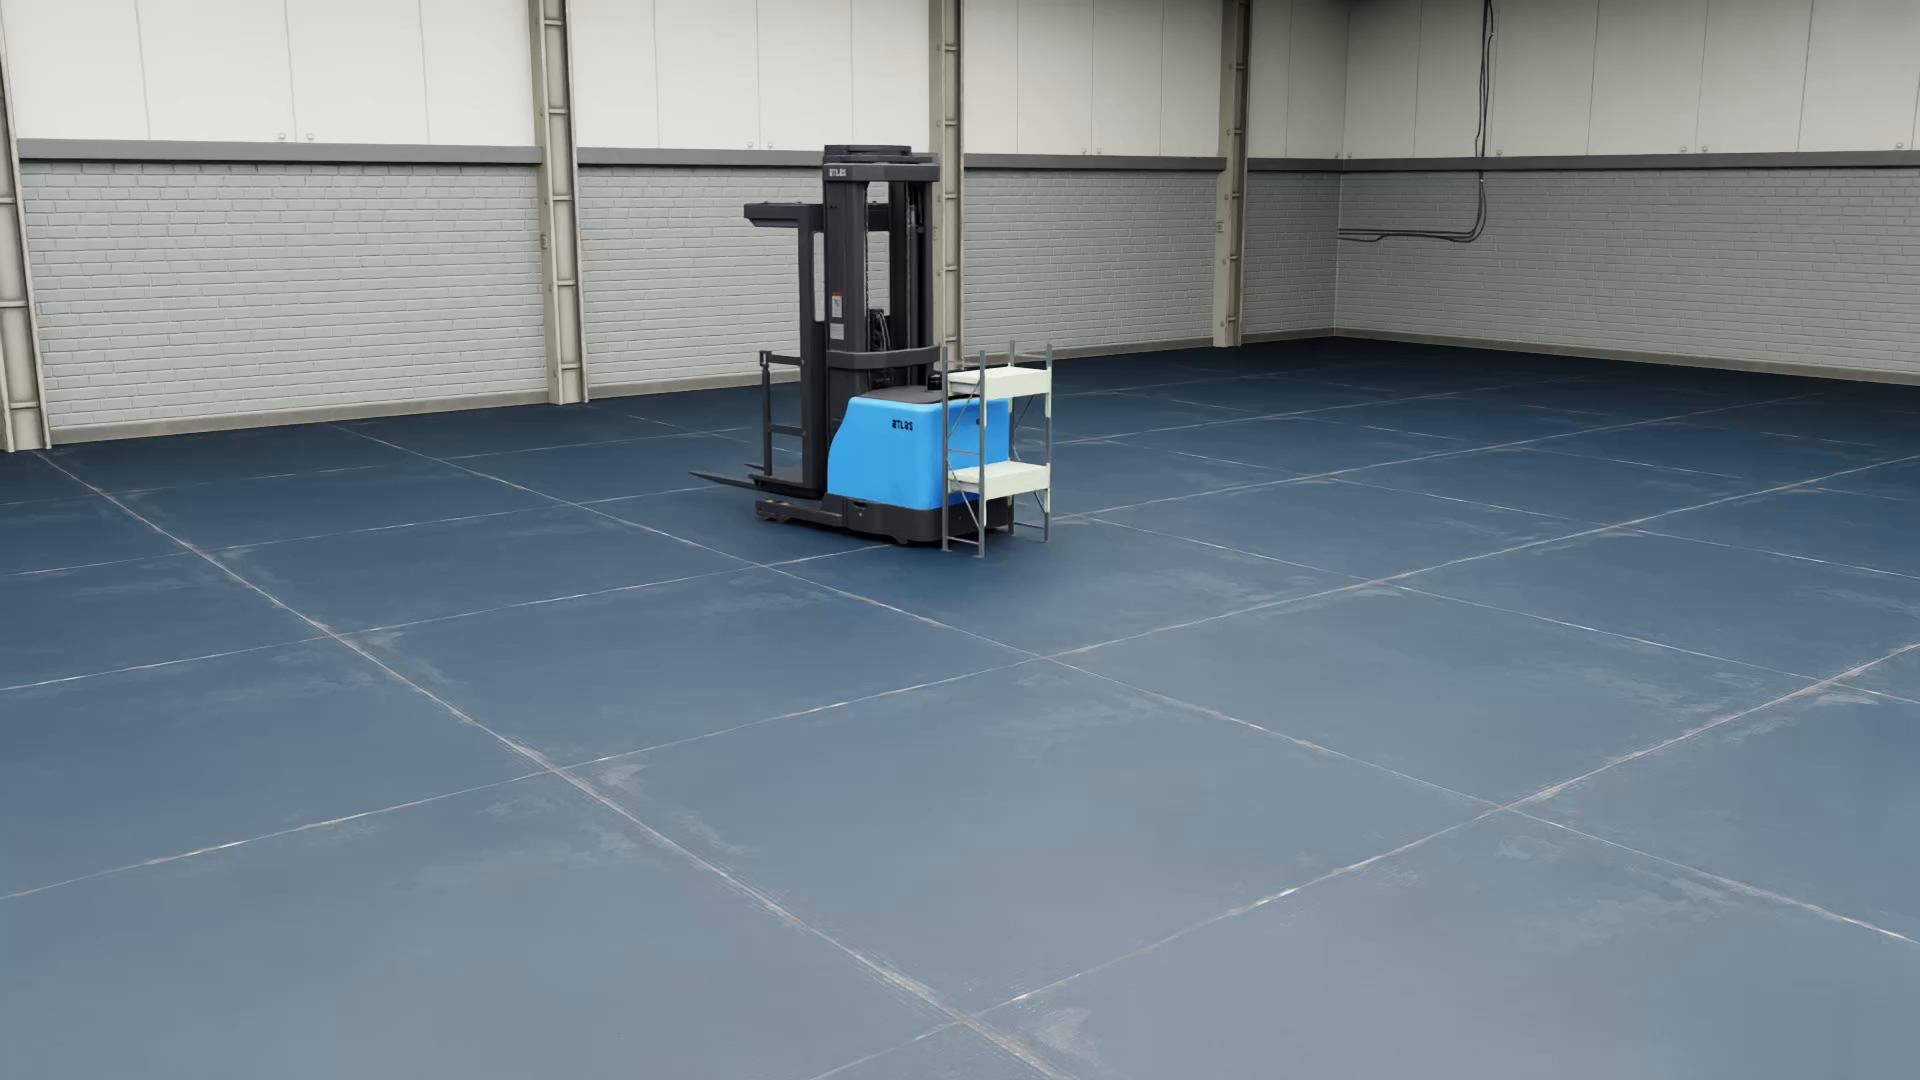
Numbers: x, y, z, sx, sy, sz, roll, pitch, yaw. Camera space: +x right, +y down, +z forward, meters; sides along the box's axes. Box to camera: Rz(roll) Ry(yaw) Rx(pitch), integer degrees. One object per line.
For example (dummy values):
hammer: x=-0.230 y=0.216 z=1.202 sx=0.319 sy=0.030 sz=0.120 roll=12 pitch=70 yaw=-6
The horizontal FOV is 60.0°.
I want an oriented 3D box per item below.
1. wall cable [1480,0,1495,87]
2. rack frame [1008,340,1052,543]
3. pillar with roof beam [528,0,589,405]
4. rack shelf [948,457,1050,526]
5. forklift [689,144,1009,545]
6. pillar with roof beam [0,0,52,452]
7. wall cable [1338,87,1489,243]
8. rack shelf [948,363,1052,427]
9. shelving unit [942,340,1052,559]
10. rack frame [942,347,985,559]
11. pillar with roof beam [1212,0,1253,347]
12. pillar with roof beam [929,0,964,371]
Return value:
wall cable: x=9.311 y=-8.356 z=25.634 sx=0.112 sy=2.526 sz=3.097 roll=-9 pitch=15 yaw=-38
rack frame: x=0.525 y=-0.739 z=12.499 sx=0.400 sy=1.500 sz=0.023 roll=11 pitch=16 yaw=42
pillar with roof beam: x=-2.187 y=-5.420 z=16.491 sx=0.400 sy=9.000 sz=9.100 roll=-9 pitch=15 yaw=-38
rack shelf: x=0.274 y=-0.365 z=12.306 sx=0.431 sy=0.370 sz=0.720 roll=11 pitch=16 yaw=42
forklift: x=-1.005 y=-1.635 z=13.274 sx=3.031 sy=2.935 sz=1.130 roll=11 pitch=16 yaw=42
pillar with roof beam: x=-6.872 y=-4.642 z=12.825 sx=0.400 sy=9.000 sz=9.100 roll=-9 pitch=15 yaw=-38
wall cable: x=7.621 y=-6.325 z=28.225 sx=0.112 sy=2.526 sz=3.097 roll=-9 pitch=15 yaw=-38
rack shelf: x=0.274 y=-1.066 z=12.157 sx=0.431 sy=0.370 sz=0.720 roll=11 pitch=16 yaw=42
shelving unit: x=0.274 y=-0.684 z=12.238 sx=0.431 sy=1.500 sz=0.755 roll=11 pitch=16 yaw=42
rack frame: x=0.023 y=-0.628 z=11.977 sx=0.400 sy=1.500 sz=0.023 roll=11 pitch=16 yaw=42
pillar with roof beam: x=7.183 y=-6.978 z=23.824 sx=0.400 sy=9.000 sz=9.100 roll=-9 pitch=15 yaw=-38
pillar with roof beam: x=2.498 y=-6.199 z=20.158 sx=0.400 sy=9.000 sz=9.100 roll=-9 pitch=15 yaw=-38
